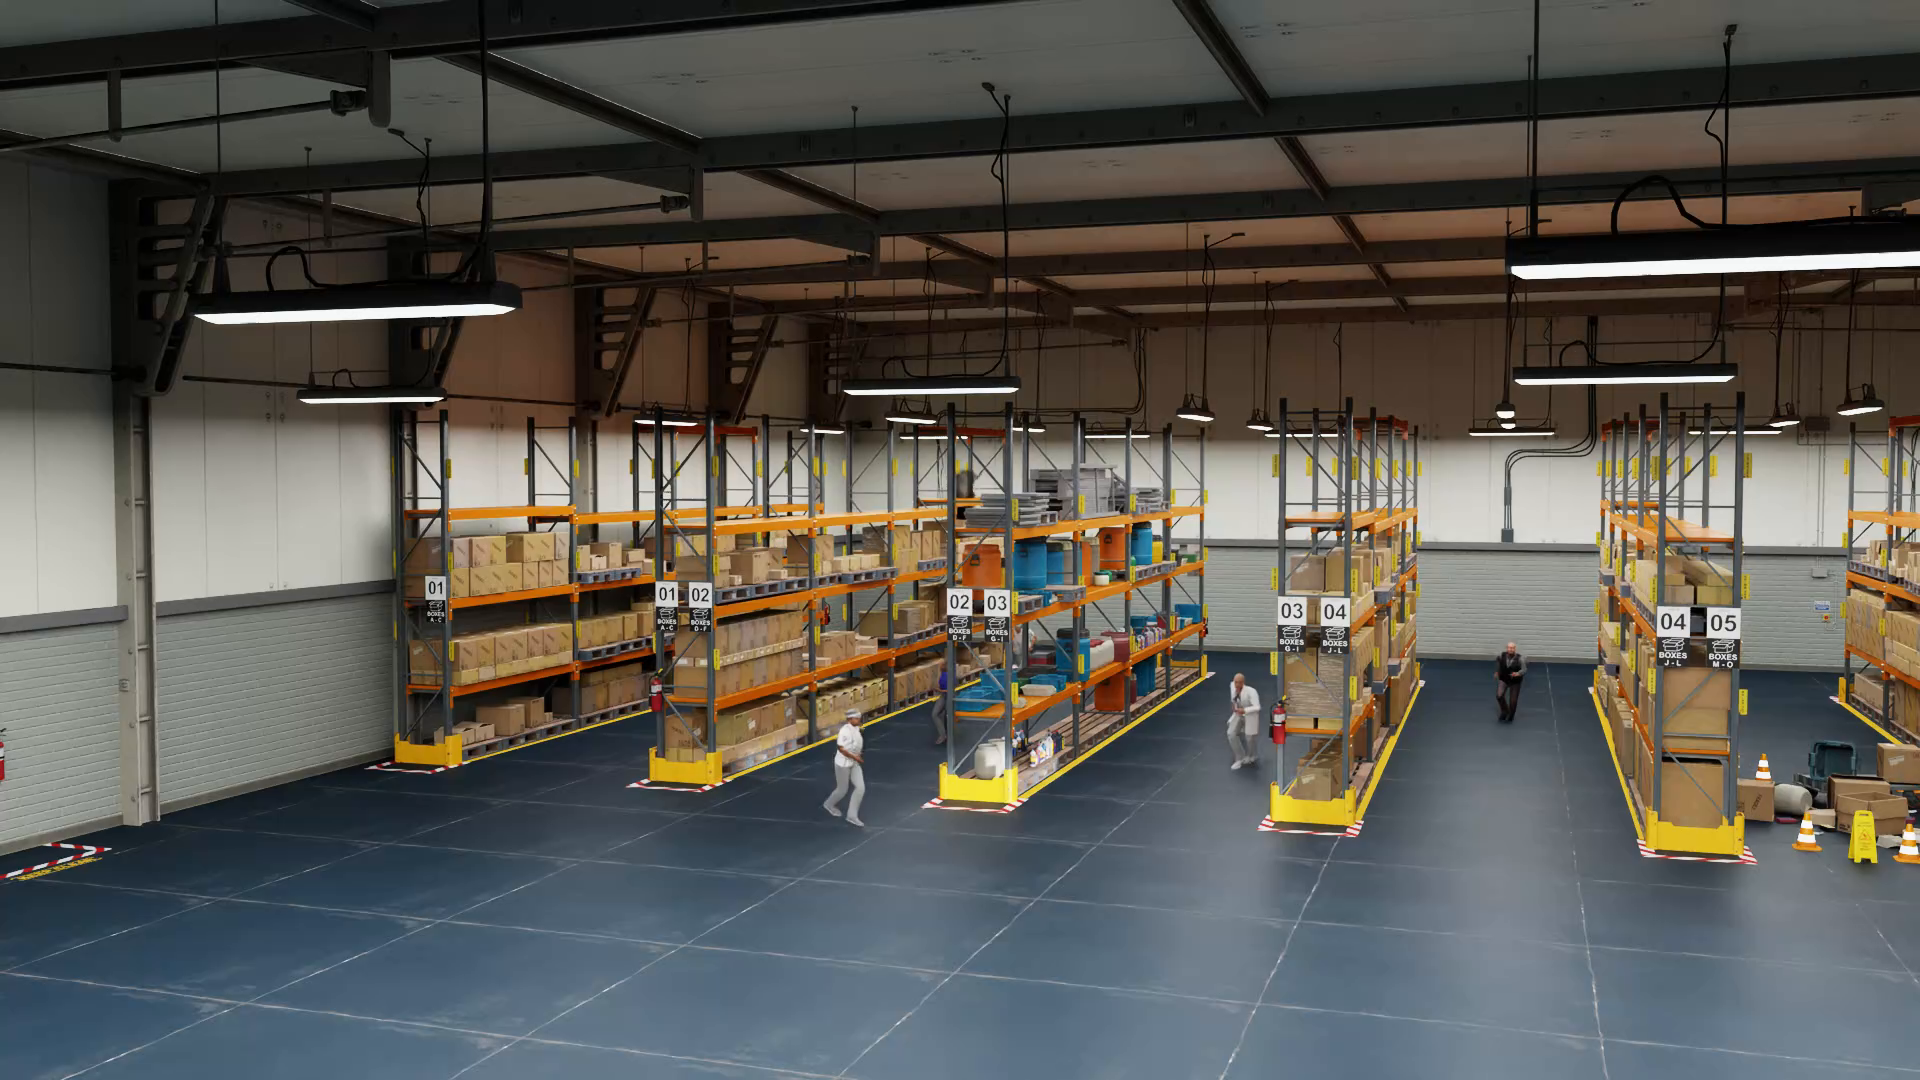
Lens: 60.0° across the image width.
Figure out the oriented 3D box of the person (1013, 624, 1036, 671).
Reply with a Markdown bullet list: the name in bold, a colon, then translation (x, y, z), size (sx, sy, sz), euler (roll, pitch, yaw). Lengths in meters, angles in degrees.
- **person**: translation (1.450, 2.612, 37.810), size (0.631, 1.631, 1.002), euler (1, 3, 18)

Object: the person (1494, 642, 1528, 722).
- **person**: translation (10.848, 2.797, 32.749), size (0.655, 1.607, 0.955), euler (1, 3, 24)

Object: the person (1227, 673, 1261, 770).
- **person**: translation (4.774, 2.988, 27.753), size (0.715, 1.604, 1.184), euler (2, 3, 34)

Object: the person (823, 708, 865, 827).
- **person**: translation (-1.659, 3.175, 23.444), size (0.788, 1.671, 0.538), euler (2, 3, 37)

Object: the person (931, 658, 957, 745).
- **person**: translation (-0.271, 2.906, 30.184), size (0.725, 1.575, 0.670), euler (2, 3, 45)
